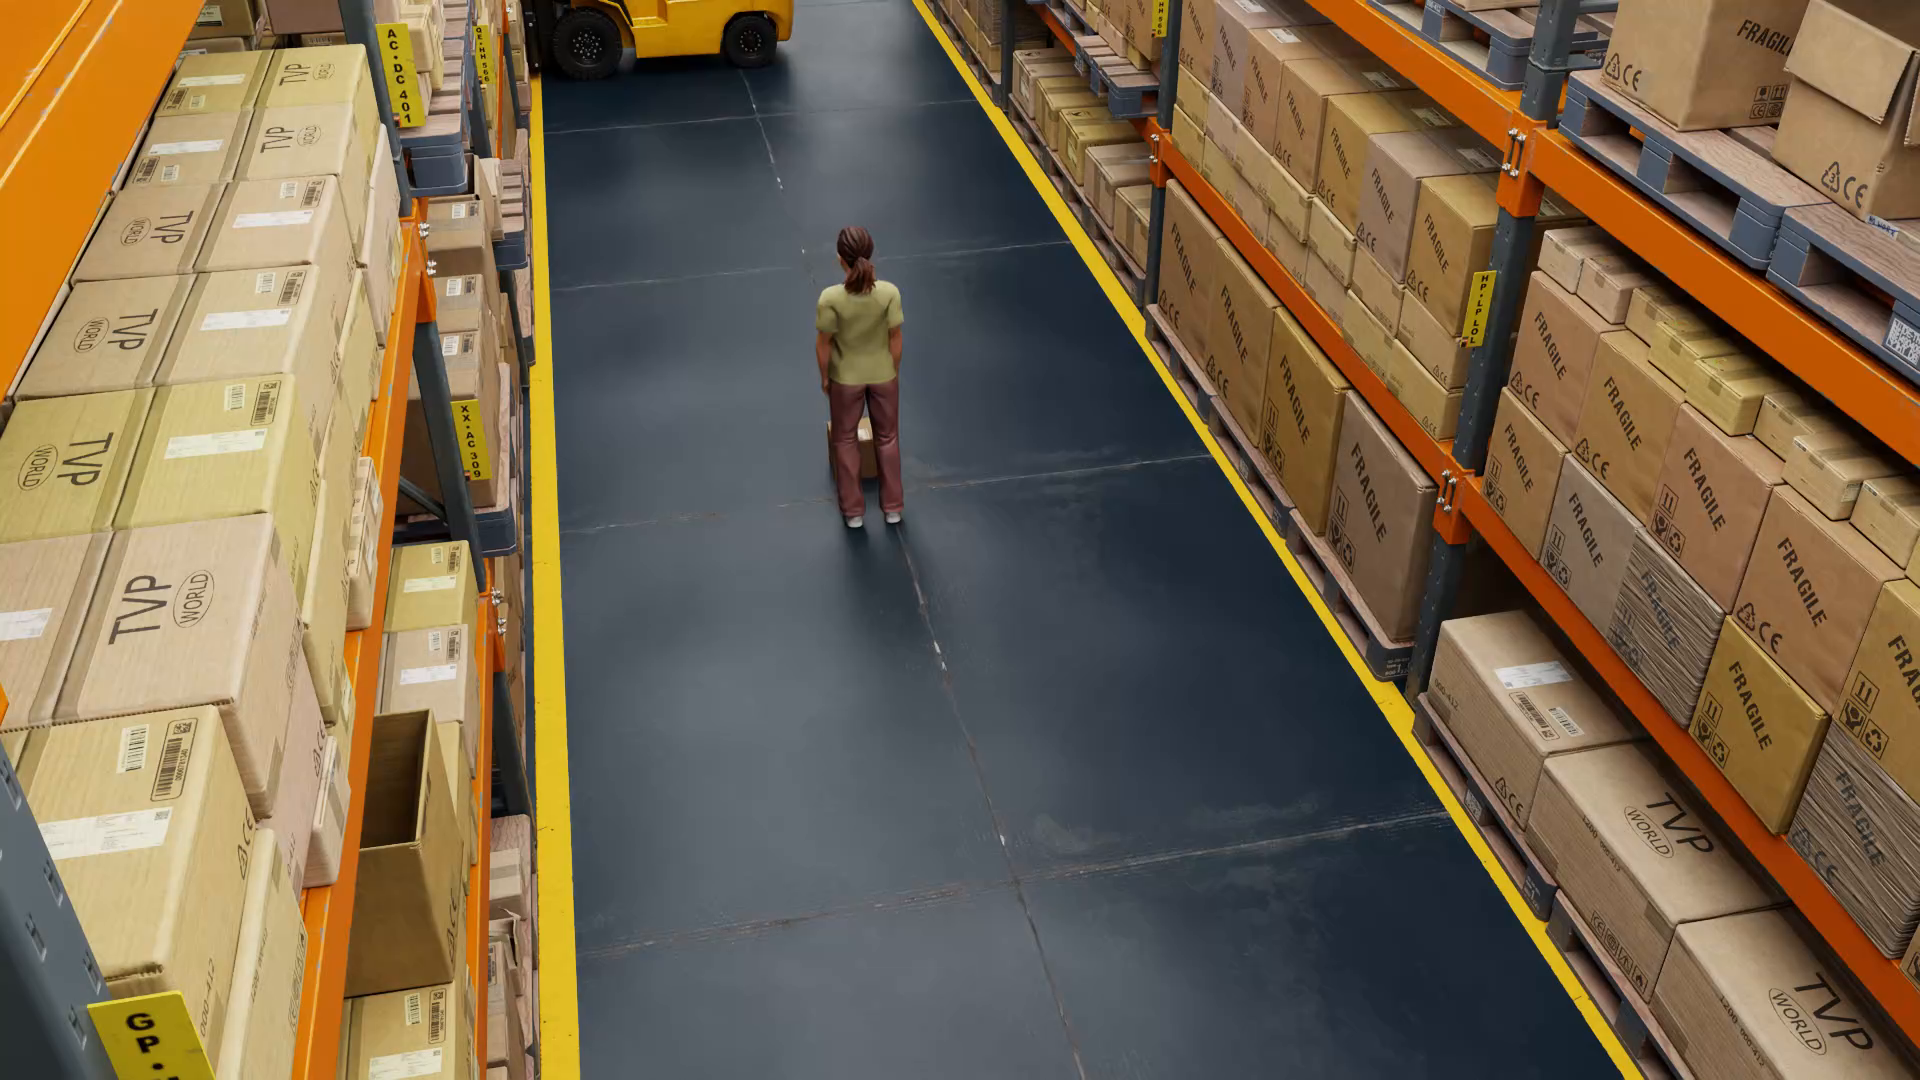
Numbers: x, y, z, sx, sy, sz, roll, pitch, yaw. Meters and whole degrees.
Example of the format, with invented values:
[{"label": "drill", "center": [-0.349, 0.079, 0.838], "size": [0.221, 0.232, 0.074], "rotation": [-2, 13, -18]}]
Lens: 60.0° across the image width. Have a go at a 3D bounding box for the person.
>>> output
[{"label": "person", "center": [-0.510, -0.820, 8.560], "size": [0.447, 1.671, 0.360], "rotation": [-7, 35, -9]}]
